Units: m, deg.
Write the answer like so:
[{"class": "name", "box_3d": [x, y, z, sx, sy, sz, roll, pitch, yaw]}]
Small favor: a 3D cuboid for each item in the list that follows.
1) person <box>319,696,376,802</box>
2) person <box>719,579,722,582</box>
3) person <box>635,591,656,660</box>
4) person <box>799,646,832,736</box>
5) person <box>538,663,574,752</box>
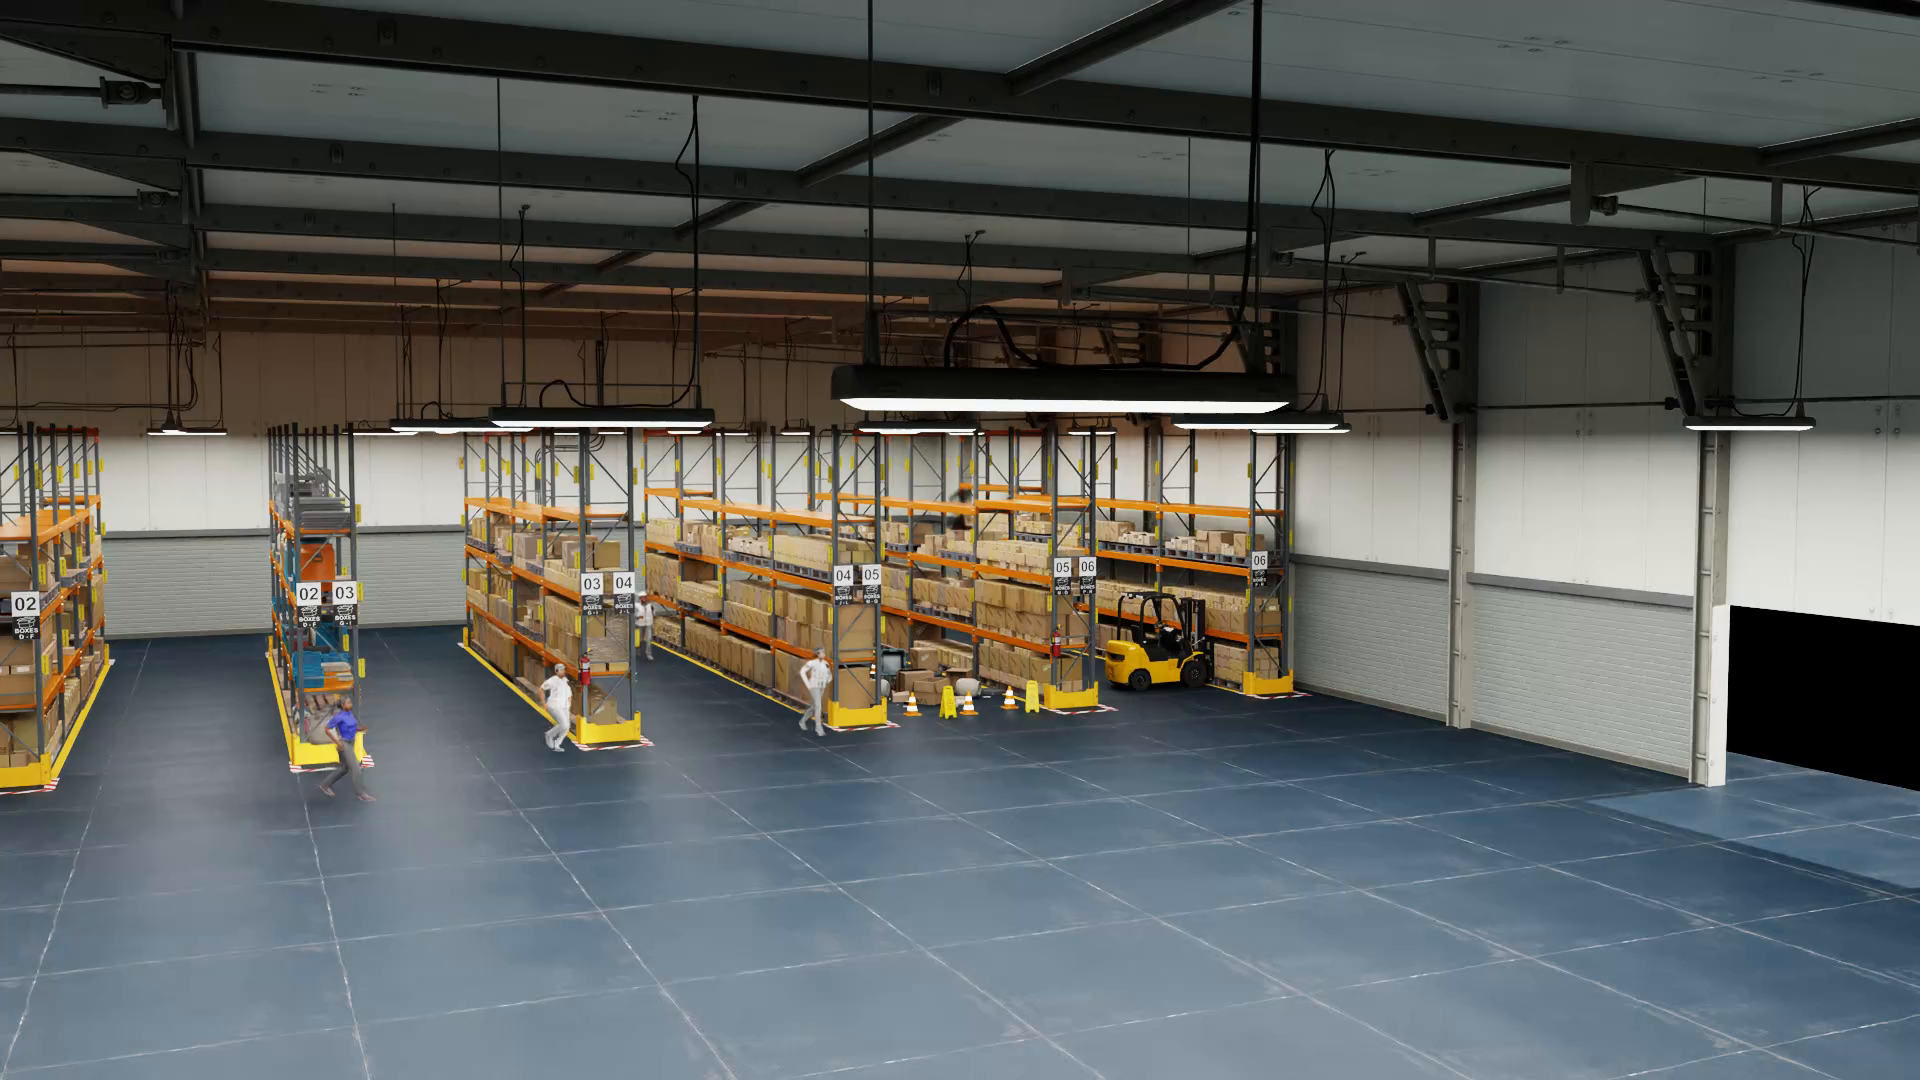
[{"class": "person", "box_3d": [-9.651, 3.275, 26.133, 0.935, 1.653, 0.572, 0, 3, -1]}, {"class": "person", "box_3d": [-7.032, 1.903, 48.390, 0.751, 1.720, 0.667, -2, 4, -25]}, {"class": "person", "box_3d": [-8.141, 2.171, 42.944, 0.672, 1.682, 1.027, -2, 4, -23]}, {"class": "person", "box_3d": [-2.762, 2.913, 32.373, 0.780, 1.709, 0.601, 3, 5, 39]}, {"class": "person", "box_3d": [-7.302, 3.072, 30.393, 0.537, 1.594, 0.622, 2, 4, 27]}]
